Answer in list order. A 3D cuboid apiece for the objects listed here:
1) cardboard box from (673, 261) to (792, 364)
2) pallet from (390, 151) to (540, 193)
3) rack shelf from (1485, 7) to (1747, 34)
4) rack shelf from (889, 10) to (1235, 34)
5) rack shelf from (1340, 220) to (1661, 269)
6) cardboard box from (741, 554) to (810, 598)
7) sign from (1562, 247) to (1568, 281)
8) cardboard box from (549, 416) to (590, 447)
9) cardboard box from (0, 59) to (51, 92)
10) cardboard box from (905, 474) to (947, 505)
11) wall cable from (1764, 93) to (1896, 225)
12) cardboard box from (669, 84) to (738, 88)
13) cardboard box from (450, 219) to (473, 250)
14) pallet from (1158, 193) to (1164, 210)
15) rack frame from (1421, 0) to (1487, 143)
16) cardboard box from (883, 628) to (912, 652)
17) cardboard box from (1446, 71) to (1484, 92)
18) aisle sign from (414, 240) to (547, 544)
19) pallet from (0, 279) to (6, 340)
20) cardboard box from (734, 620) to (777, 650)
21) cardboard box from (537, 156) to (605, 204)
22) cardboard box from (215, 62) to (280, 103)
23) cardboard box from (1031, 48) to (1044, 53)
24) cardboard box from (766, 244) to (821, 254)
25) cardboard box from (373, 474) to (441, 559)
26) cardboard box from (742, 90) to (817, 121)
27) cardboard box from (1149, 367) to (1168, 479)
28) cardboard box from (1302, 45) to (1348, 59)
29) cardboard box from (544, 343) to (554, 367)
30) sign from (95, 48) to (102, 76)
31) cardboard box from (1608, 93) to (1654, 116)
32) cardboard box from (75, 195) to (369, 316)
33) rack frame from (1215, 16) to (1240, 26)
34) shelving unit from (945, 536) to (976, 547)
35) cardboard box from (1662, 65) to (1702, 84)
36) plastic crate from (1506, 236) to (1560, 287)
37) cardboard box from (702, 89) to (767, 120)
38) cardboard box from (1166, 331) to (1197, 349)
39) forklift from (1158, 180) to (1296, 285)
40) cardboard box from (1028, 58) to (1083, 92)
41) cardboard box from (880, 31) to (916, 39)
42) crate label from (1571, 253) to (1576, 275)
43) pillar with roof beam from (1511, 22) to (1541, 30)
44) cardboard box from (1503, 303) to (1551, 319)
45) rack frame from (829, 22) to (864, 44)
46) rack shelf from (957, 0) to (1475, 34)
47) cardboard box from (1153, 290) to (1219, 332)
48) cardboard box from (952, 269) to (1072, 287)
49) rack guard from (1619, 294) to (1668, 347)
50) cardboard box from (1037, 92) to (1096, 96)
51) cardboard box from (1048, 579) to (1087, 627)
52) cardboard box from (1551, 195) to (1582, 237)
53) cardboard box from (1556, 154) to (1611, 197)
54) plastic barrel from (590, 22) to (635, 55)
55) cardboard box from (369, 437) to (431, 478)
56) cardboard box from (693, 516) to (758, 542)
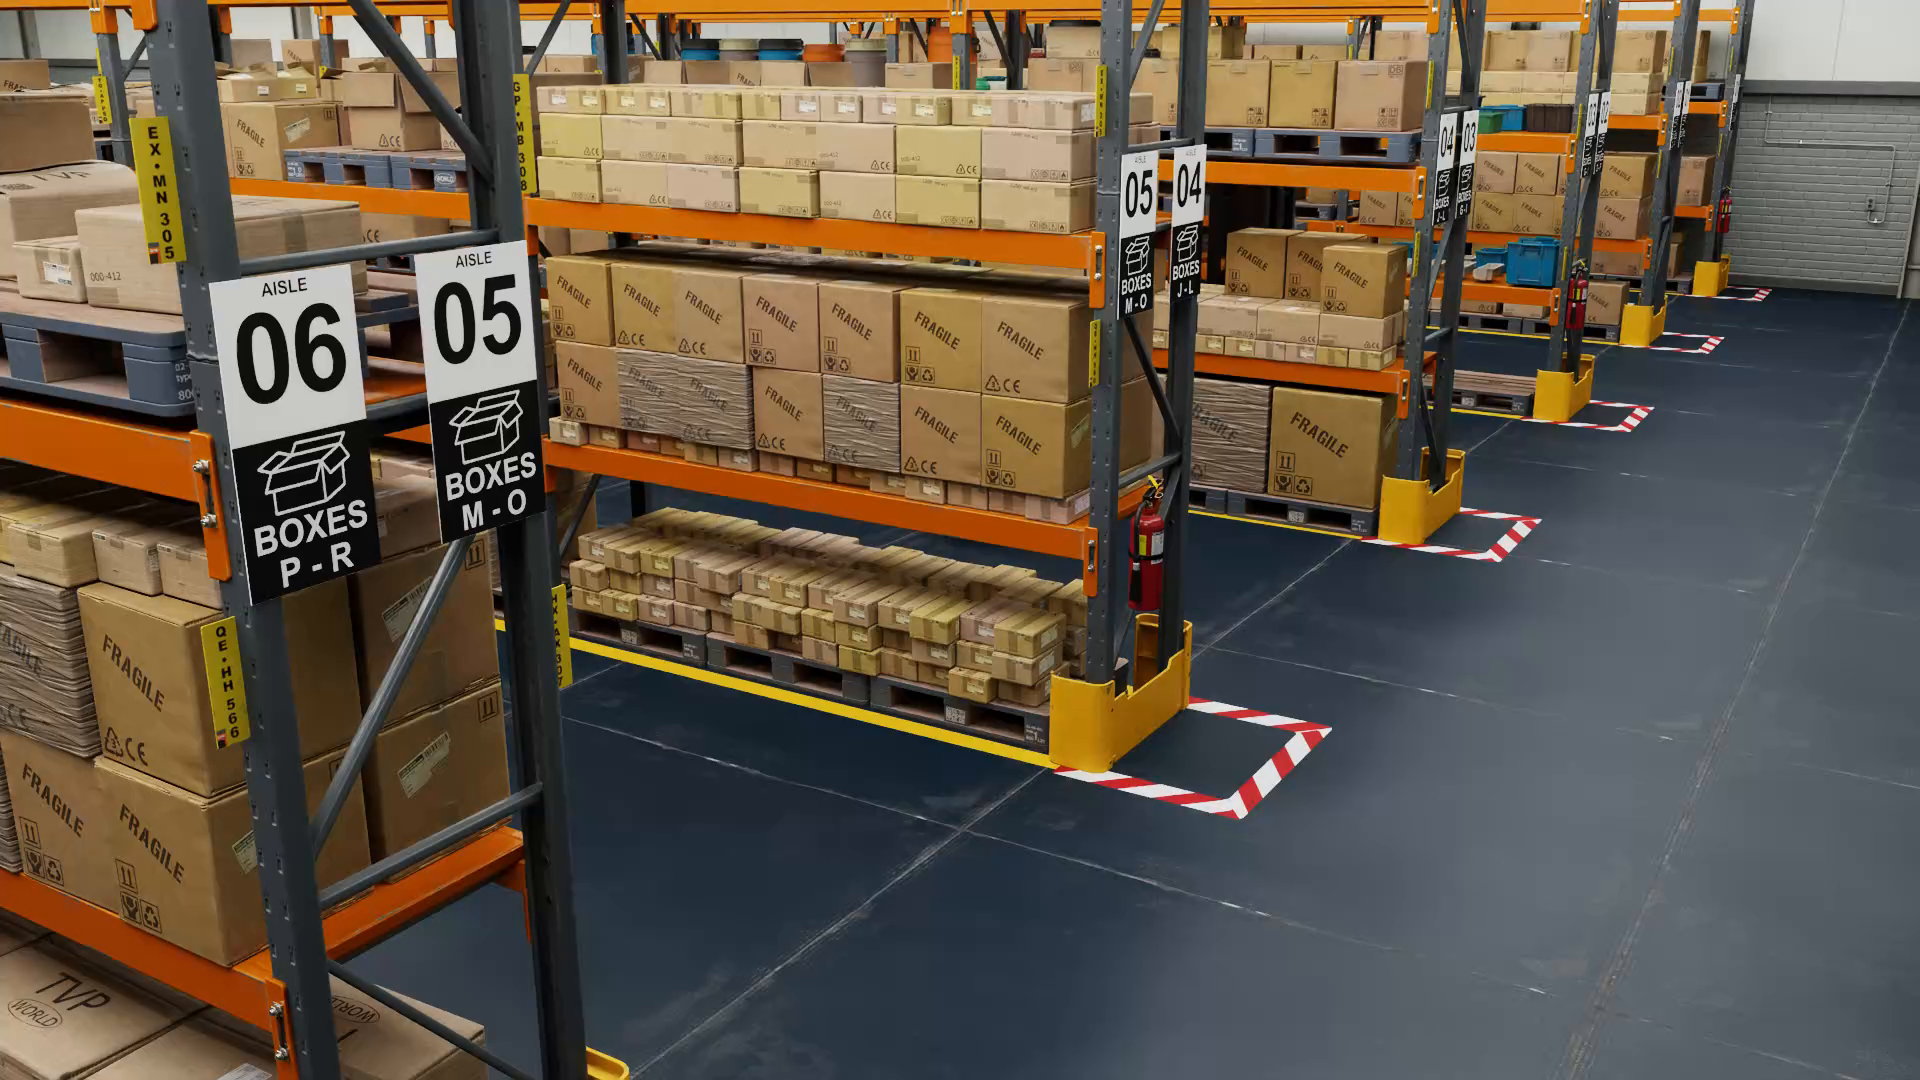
[{"bbox_3d":[-1.316,-1.339,9.723,0.500,0.500,0.500,10,20,31],"label":"cardboard box"},{"bbox_3d":[-2.906,-2.424,10.863,1.003,0.211,1.213,10,20,30],"label":"pallet"},{"bbox_3d":[9.727,-7.882,25.274,4.000,0.370,1.077,10,20,30],"label":"rack shelf"},{"bbox_3d":[1.134,-6.037,19.200,4.000,0.370,1.077,10,20,30],"label":"rack shelf"},{"bbox_3d":[7.138,-3.976,22.047,4.000,0.370,1.077,10,20,30],"label":"rack shelf"},{"bbox_3d":[-1.122,0.221,10.153,0.250,0.149,0.380,9,19,28],"label":"cardboard box"},{"bbox_3d":[5.973,-2.729,16.424,0.005,0.325,0.100,10,20,30],"label":"sign"},{"bbox_3d":[-2.365,-0.714,10.503,0.250,0.149,0.380,11,20,32],"label":"cardboard box"},{"bbox_3d":[-7.472,-3.494,12.995,0.500,0.500,0.500,10,20,30],"label":"cardboard box"},{"bbox_3d":[-0.096,-0.324,9.219,0.250,0.149,0.380,11,20,32],"label":"cardboard box"},{"bbox_3d":[13.018,-5.769,24.964,1.851,1.984,0.084,10,20,30],"label":"wall cable"},{"bbox_3d":[-1.565,-2.708,10.185,0.250,0.149,0.380,10,20,30],"label":"cardboard box"},{"bbox_3d":[-5.045,-3.398,18.006,0.637,0.503,0.797,13,21,36],"label":"cardboard box"},{"bbox_3d":[2.640,-5.055,24.693,1.003,0.211,1.213,10,20,30],"label":"pallet"},{"bbox_3d":[3.655,-4.434,11.994,0.127,3.000,1.000,10,20,30],"label":"rack frame"},{"bbox_3d":[-0.245,0.516,9.691,0.250,0.149,0.380,10,19,29],"label":"cardboard box"},{"bbox_3d":[6.565,-5.937,21.502,0.500,0.250,0.500,10,20,30],"label":"cardboard box"},{"bbox_3d":[-1.318,-0.413,4.609,0.004,0.787,0.394,10,20,30],"label":"aisle sign"},{"bbox_3d":[-3.213,-0.797,5.336,1.213,0.211,1.003,10,20,30],"label":"pallet"},{"bbox_3d":[-1.166,0.527,10.168,0.250,0.149,0.380,10,19,29],"label":"cardboard box"},{"bbox_3d":[-2.179,-2.186,10.014,0.500,0.250,0.500,11,20,33],"label":"cardboard box"},{"bbox_3d":[-4.966,-3.179,11.536,0.258,0.266,0.396,10,20,30],"label":"cardboard box"},{"bbox_3d":[1.630,-8.650,30.140,0.500,0.500,0.500,14,22,38],"label":"cardboard box"},{"bbox_3d":[-1.419,-2.992,15.673,0.637,0.503,0.797,11,20,32],"label":"cardboard box"},{"bbox_3d":[-1.689,-0.068,4.935,0.250,0.149,0.380,11,20,31],"label":"cardboard box"},{"bbox_3d":[-0.990,-2.399,9.170,0.250,0.149,0.380,9,19,28],"label":"cardboard box"},{"bbox_3d":[1.534,-1.099,14.270,0.875,0.875,0.875,10,20,30],"label":"cardboard box"},{"bbox_3d":[5.043,-6.451,22.730,0.600,0.600,0.600,8,19,25],"label":"cardboard box"},{"bbox_3d":[-2.878,-1.193,10.846,0.250,0.149,0.380,11,20,32],"label":"cardboard box"},{"bbox_3d":[-10.263,-5.716,19.872,0.005,0.325,0.100,10,20,30],"label":"sign"},{"bbox_3d":[8.267,-5.392,20.569,0.500,0.250,0.500,10,20,30],"label":"cardboard box"},{"bbox_3d":[-1.962,-0.767,4.448,0.500,0.250,0.500,8,19,25],"label":"cardboard box"},{"bbox_3d":[2.838,-6.269,18.035,0.127,3.000,1.000,10,20,30],"label":"rack frame"},{"bbox_3d":[0.046,-0.494,12.702,0.252,1.050,0.215,10,20,30],"label":"shelving unit"},{"bbox_3d":[10.669,-6.901,24.642,0.500,0.250,0.500,11,20,32],"label":"cardboard box"},{"bbox_3d":[5.864,-2.840,16.906,0.499,0.435,0.616,10,20,30],"label":"plastic crate"},{"bbox_3d":[-1.219,-2.436,9.290,0.250,0.149,0.380,11,20,33],"label":"cardboard box"},{"bbox_3d":[1.877,-1.648,13.578,0.250,0.149,0.380,11,20,31],"label":"cardboard box"},{"bbox_3d":[2.409,-2.538,16.192,3.031,2.935,1.130,9,19,28],"label":"forklift"},{"bbox_3d":[0.945,-3.799,14.000,0.500,0.500,0.700,9,19,27],"label":"cardboard box"},{"bbox_3d":[-1.158,-9.365,31.464,0.500,0.500,0.500,11,20,32],"label":"cardboard box"},{"bbox_3d":[6.209,-2.857,17.312,0.303,0.233,0.416,10,20,30],"label":"crate label"},{"bbox_3d":[6.819,-7.764,22.958,0.400,9.000,9.100,10,20,30],"label":"pillar with roof beam"},{"bbox_3d":[7.456,-3.084,21.848,0.500,0.250,0.500,10,20,30],"label":"cardboard box"},{"bbox_3d":[-2.202,-10.548,32.122,0.127,3.000,1.000,10,20,30],"label":"rack frame"},{"bbox_3d":[1.951,-4.202,13.158,4.000,0.370,1.077,10,20,30],"label":"rack shelf"},{"bbox_3d":[1.791,-1.874,13.637,0.500,0.250,0.500,10,20,30],"label":"cardboard box"},{"bbox_3d":[0.296,-1.228,9.358,0.500,0.500,0.500,11,20,32],"label":"cardboard box"},{"bbox_3d":[8.778,-2.831,21.342,0.348,0.500,1.175,10,20,30],"label":"rack guard"},{"bbox_3d":[0.608,-2.292,8.818,0.250,0.149,0.380,11,20,32],"label":"cardboard box"},{"bbox_3d":[0.704,0.365,9.679,0.250,0.149,0.380,9,19,28],"label":"cardboard box"},{"bbox_3d":[7.874,-4.143,21.186,0.500,0.500,0.500,10,20,31],"label":"cardboard box"},{"bbox_3d":[7.888,-4.618,21.032,0.500,0.500,0.500,11,20,32],"label":"cardboard box"},{"bbox_3d":[-4.771,-6.669,22.929,0.708,0.901,0.600,10,20,30],"label":"plastic barrel"},{"bbox_3d":[-4.091,-0.531,11.757,0.500,0.250,0.500,9,19,28],"label":"cardboard box"},{"bbox_3d":[-1.542,-0.025,10.962,0.250,0.149,0.380,10,20,30],"label":"cardboard box"}]
